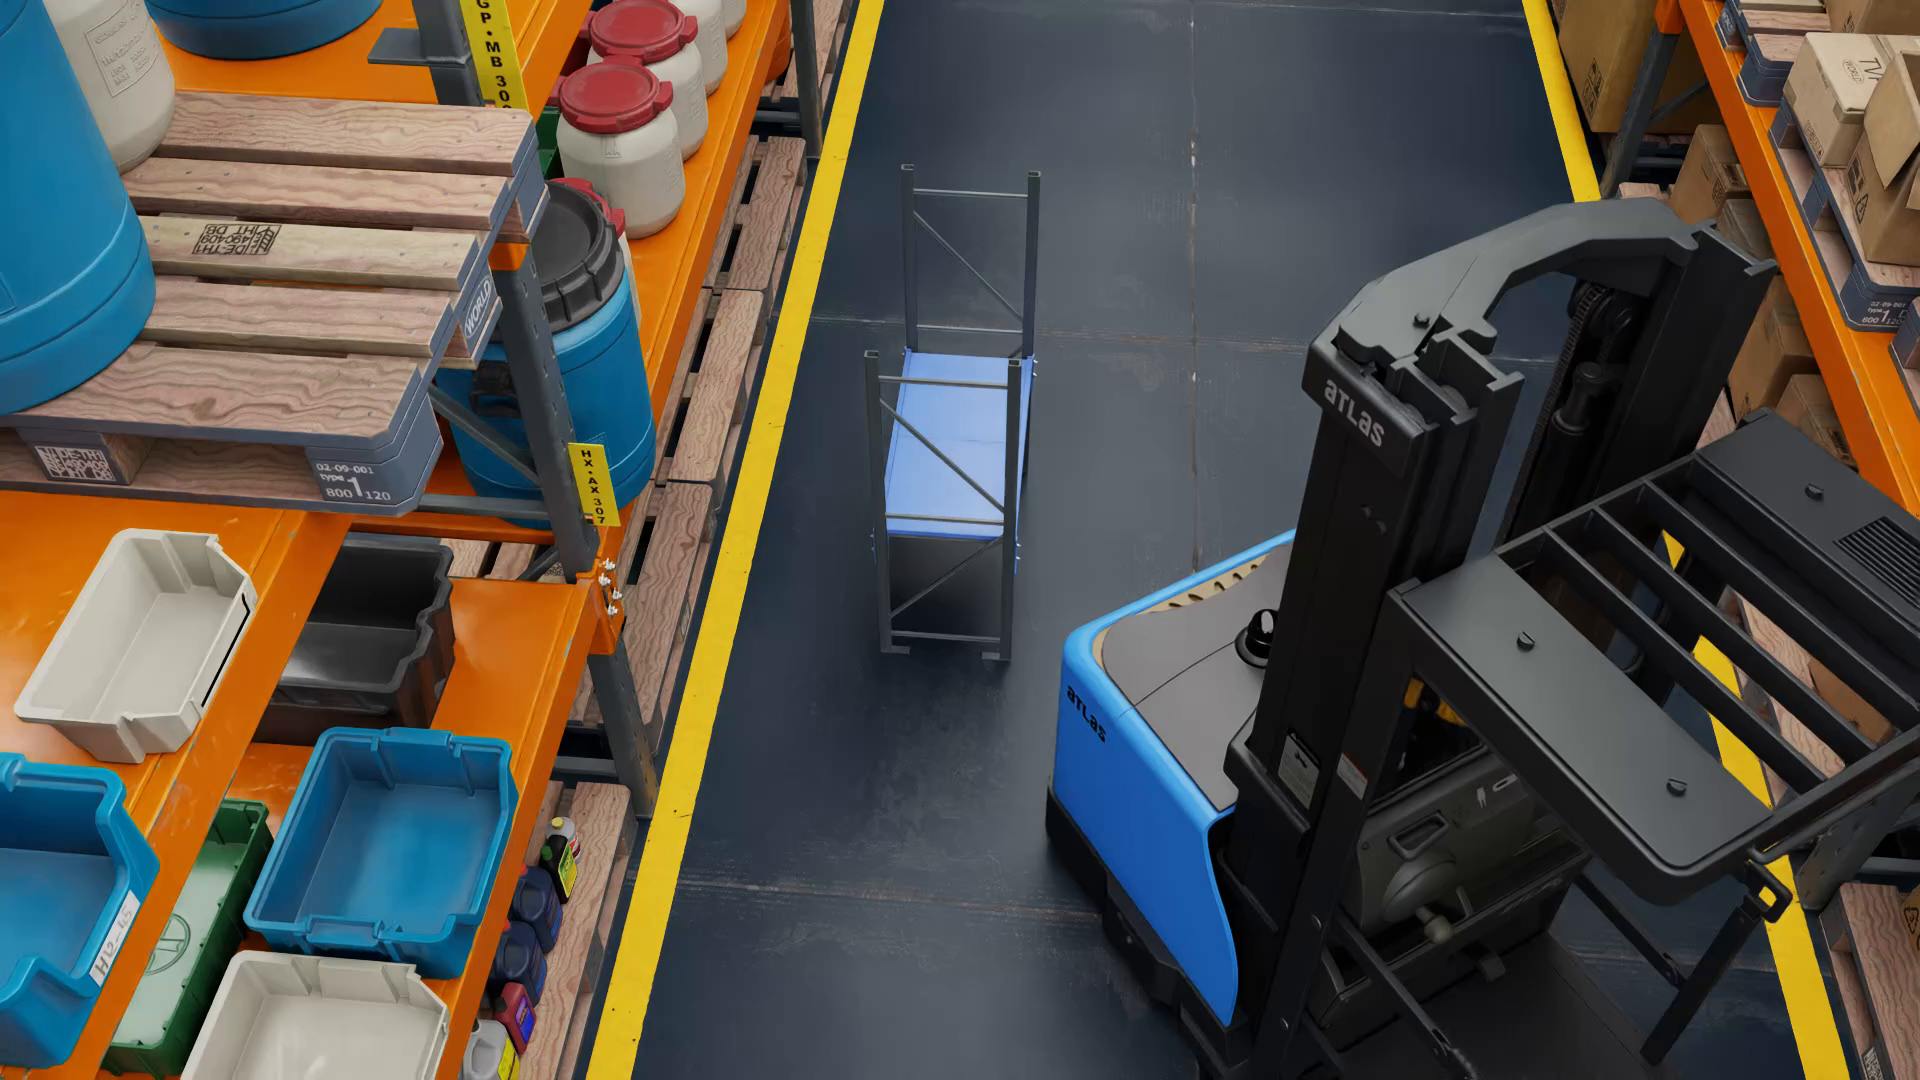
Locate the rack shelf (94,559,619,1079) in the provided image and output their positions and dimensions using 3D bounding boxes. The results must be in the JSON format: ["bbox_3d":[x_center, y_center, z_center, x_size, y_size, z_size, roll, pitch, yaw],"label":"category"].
[{"bbox_3d":[-1.761,1.607,3.760,1.077,0.370,4.000,4,48,4],"label":"rack shelf"}]

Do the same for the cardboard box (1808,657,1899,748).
[{"bbox_3d":[3.431,0.474,5.706,0.700,0.500,0.500,1,48,1],"label":"cardboard box"}]

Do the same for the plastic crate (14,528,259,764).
[{"bbox_3d":[-1.322,0.178,2.726,0.243,0.136,0.396,4,48,4],"label":"plastic crate"}]

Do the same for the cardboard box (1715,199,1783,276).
[{"bbox_3d":[3.640,-1.114,7.158,0.700,0.500,0.500,0,48,0],"label":"cardboard box"}]

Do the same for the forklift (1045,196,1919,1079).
[{"bbox_3d":[1.470,0.790,4.067,1.130,2.935,3.031,-23,52,-20],"label":"forklift"}]

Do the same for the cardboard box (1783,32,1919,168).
[{"bbox_3d":[3.337,-1.586,6.011,0.500,0.250,0.500,3,48,2],"label":"cardboard box"}]

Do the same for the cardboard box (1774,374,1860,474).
[{"bbox_3d":[3.544,-0.287,6.401,0.700,0.500,0.500,0,48,0],"label":"cardboard box"}]

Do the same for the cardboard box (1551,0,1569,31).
[{"bbox_3d":[3.891,-3.296,8.913,1.225,0.875,0.875,4,48,4],"label":"cardboard box"}]

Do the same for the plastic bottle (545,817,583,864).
[{"bbox_3d":[-1.301,0.979,5.446,0.097,0.201,0.097,0,48,0],"label":"plastic bottle"}]

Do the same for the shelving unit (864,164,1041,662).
[{"bbox_3d":[-0.008,-0.443,6.165,0.538,1.500,1.048,4,48,4],"label":"shelving unit"}]

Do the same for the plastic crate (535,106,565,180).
[{"bbox_3d":[-1.701,-1.332,6.105,0.450,0.188,0.662,4,48,4],"label":"plastic crate"}]

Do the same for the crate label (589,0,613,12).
[{"bbox_3d":[-1.574,-2.344,6.863,0.502,0.435,0.616,4,48,4],"label":"crate label"}]

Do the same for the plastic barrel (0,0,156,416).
[{"bbox_3d":[-1.776,-0.704,2.730,0.600,0.901,0.708,4,48,4],"label":"plastic barrel"}]

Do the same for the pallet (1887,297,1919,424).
[{"bbox_3d":[3.568,-0.259,5.110,1.003,0.211,1.213,4,48,4],"label":"pallet"}]

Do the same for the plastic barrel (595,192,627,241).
[{"bbox_3d":[-1.305,-1.021,5.770,0.301,0.262,0.301,0,48,0],"label":"plastic barrel"}]

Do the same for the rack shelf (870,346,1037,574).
[{"bbox_3d":[-0.008,-0.322,6.298,0.538,0.185,1.000,4,48,4],"label":"rack shelf"}]

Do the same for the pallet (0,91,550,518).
[{"bbox_3d":[-1.547,-0.517,3.311,1.213,0.211,1.003,4,48,4],"label":"pallet"}]

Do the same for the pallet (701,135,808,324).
[{"bbox_3d":[-1.323,-1.537,8.038,1.003,0.211,1.213,4,48,4],"label":"pallet"}]

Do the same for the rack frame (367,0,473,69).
[{"bbox_3d":[-1.578,-2.130,2.625,1.000,3.000,0.127,4,48,4],"label":"rack frame"}]

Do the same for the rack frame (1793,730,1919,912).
[{"bbox_3d":[3.354,0.228,4.535,1.000,3.000,0.127,4,48,4],"label":"rack frame"}]

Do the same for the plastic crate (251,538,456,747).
[{"bbox_3d":[-1.753,0.292,4.518,0.767,0.338,0.504,4,48,4],"label":"plastic crate"}]

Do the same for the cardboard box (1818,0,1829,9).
[{"bbox_3d":[3.709,-2.487,6.666,0.500,0.500,0.500,-1,48,-1],"label":"cardboard box"}]

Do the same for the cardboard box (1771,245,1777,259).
[{"bbox_3d":[3.649,-1.384,6.897,0.500,0.250,0.500,9,48,8],"label":"cardboard box"}]

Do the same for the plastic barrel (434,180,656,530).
[{"bbox_3d":[-1.241,-0.538,4.895,0.600,0.901,0.708,4,48,4],"label":"plastic barrel"}]

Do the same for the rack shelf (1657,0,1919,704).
[{"bbox_3d":[3.536,-0.999,6.144,1.077,0.370,4.000,4,48,4],"label":"rack shelf"}]

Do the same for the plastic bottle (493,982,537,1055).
[{"bbox_3d":[-1.341,1.419,4.988,0.061,0.283,0.133,7,48,6],"label":"plastic bottle"}]

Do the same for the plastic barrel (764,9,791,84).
[{"bbox_3d":[-1.186,-2.814,8.503,0.600,0.830,0.708,4,48,4],"label":"plastic barrel"}]

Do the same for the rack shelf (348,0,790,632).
[{"bbox_3d":[-1.396,-1.332,6.449,1.077,0.370,4.000,4,48,4],"label":"rack shelf"}]

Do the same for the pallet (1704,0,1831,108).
[{"bbox_3d":[3.760,-2.116,6.808,1.213,0.211,1.003,4,48,4],"label":"pallet"}]

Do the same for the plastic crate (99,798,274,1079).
[{"bbox_3d":[-1.983,0.945,4.022,0.450,0.188,0.662,4,48,4],"label":"plastic crate"}]

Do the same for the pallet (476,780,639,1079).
[{"bbox_3d":[-1.681,1.327,5.419,1.003,0.211,1.213,4,48,4],"label":"pallet"}]

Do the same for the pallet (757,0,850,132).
[{"bbox_3d":[-1.183,-2.685,9.089,1.003,0.211,1.213,4,48,4],"label":"pallet"}]

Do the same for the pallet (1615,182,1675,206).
[{"bbox_3d":[3.646,-1.196,7.727,1.003,0.211,1.213,4,48,4],"label":"pallet"}]

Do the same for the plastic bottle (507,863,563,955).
[{"bbox_3d":[-1.350,1.133,5.204,0.144,0.351,0.185,3,48,2],"label":"plastic bottle"}]

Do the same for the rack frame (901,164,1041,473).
[{"bbox_3d":[0.039,-0.817,6.507,0.500,1.500,0.032,4,48,4],"label":"rack frame"}]

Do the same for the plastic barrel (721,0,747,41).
[{"bbox_3d":[-1.095,-2.312,6.782,0.421,0.512,0.421,0,48,0],"label":"plastic barrel"}]

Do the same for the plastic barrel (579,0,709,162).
[{"bbox_3d":[-1.167,-1.696,6.202,0.433,0.535,0.433,0,48,0],"label":"plastic barrel"}]

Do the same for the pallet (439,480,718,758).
[{"bbox_3d":[-1.545,0.256,6.398,1.003,0.211,1.213,4,48,4],"label":"pallet"}]

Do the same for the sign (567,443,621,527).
[{"bbox_3d":[-1.032,-0.153,4.696,0.100,0.325,0.005,4,48,4],"label":"sign"}]
